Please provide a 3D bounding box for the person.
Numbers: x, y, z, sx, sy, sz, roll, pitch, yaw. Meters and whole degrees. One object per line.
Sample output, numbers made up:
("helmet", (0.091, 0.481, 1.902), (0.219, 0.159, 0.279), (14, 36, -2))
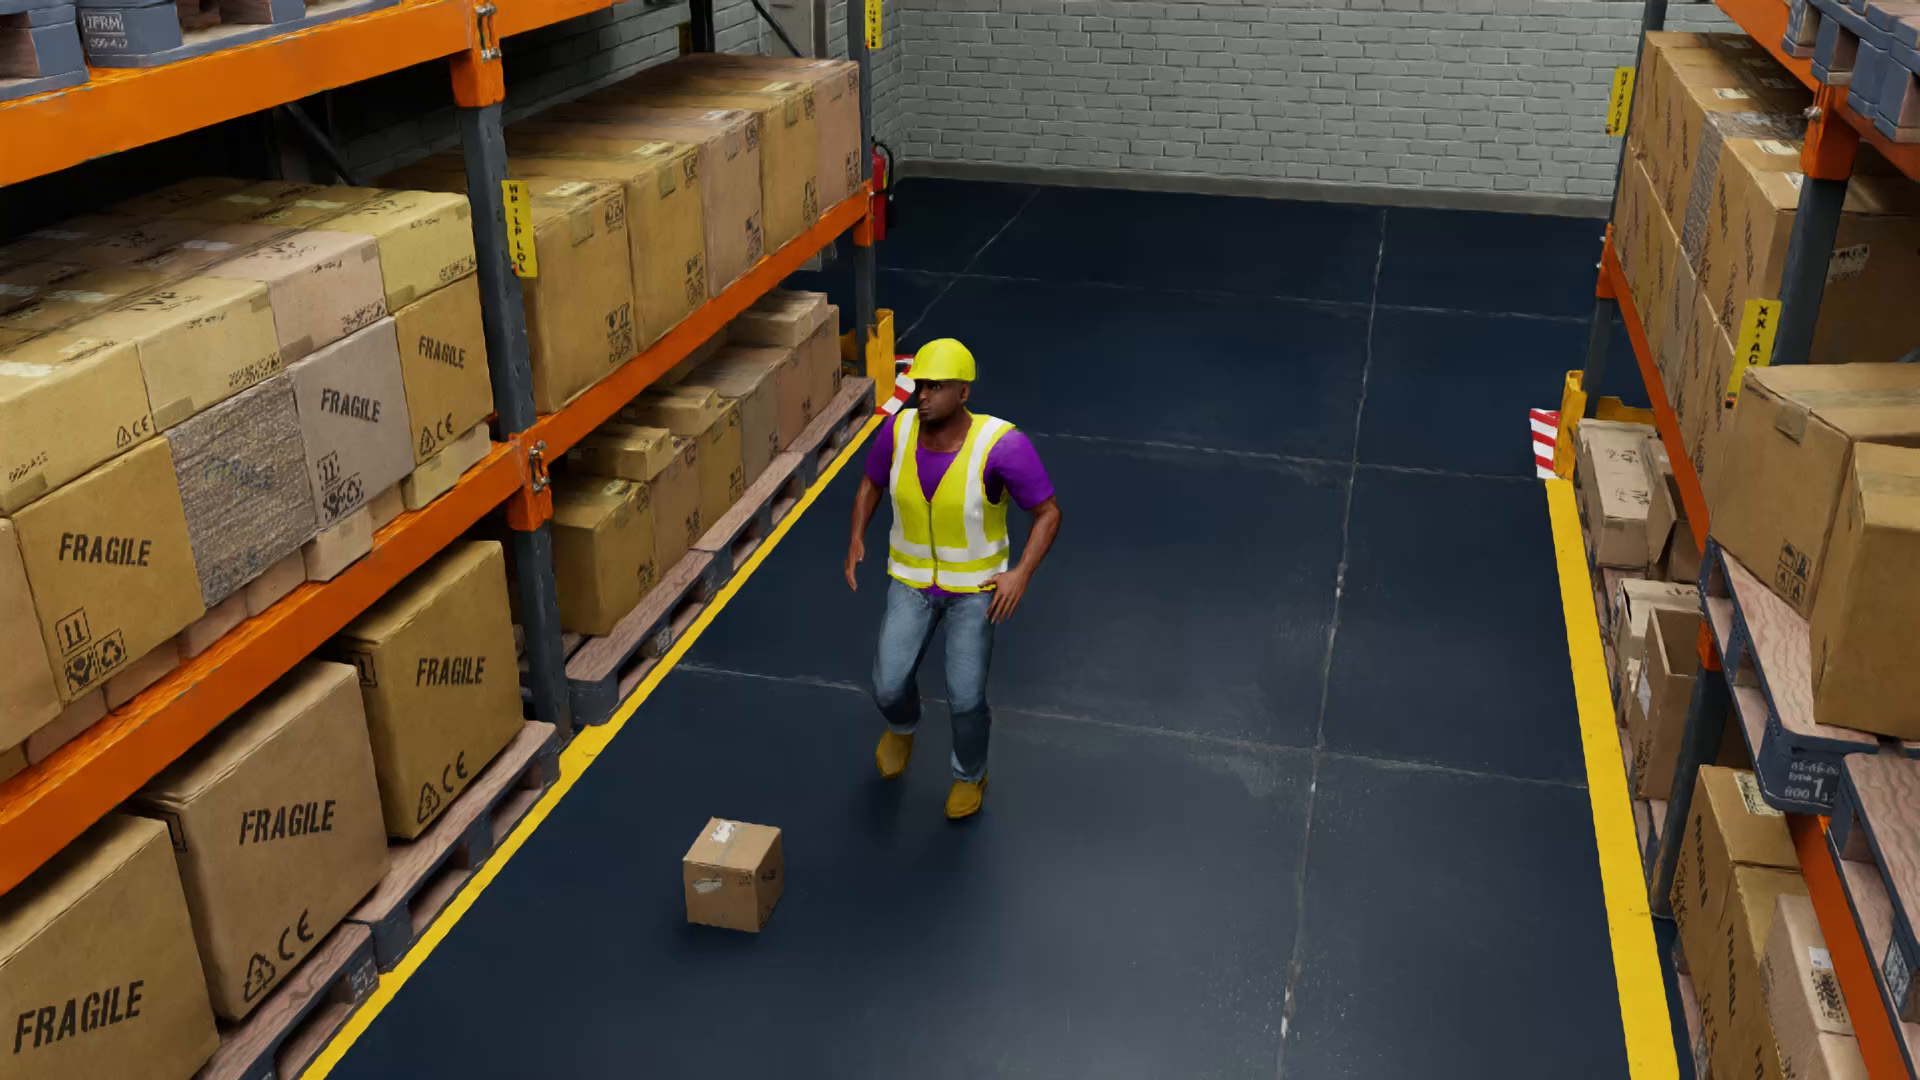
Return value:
("person", (-0.047, 0.157, 5.783), (0.766, 1.737, 0.518), (7, 26, 14))
